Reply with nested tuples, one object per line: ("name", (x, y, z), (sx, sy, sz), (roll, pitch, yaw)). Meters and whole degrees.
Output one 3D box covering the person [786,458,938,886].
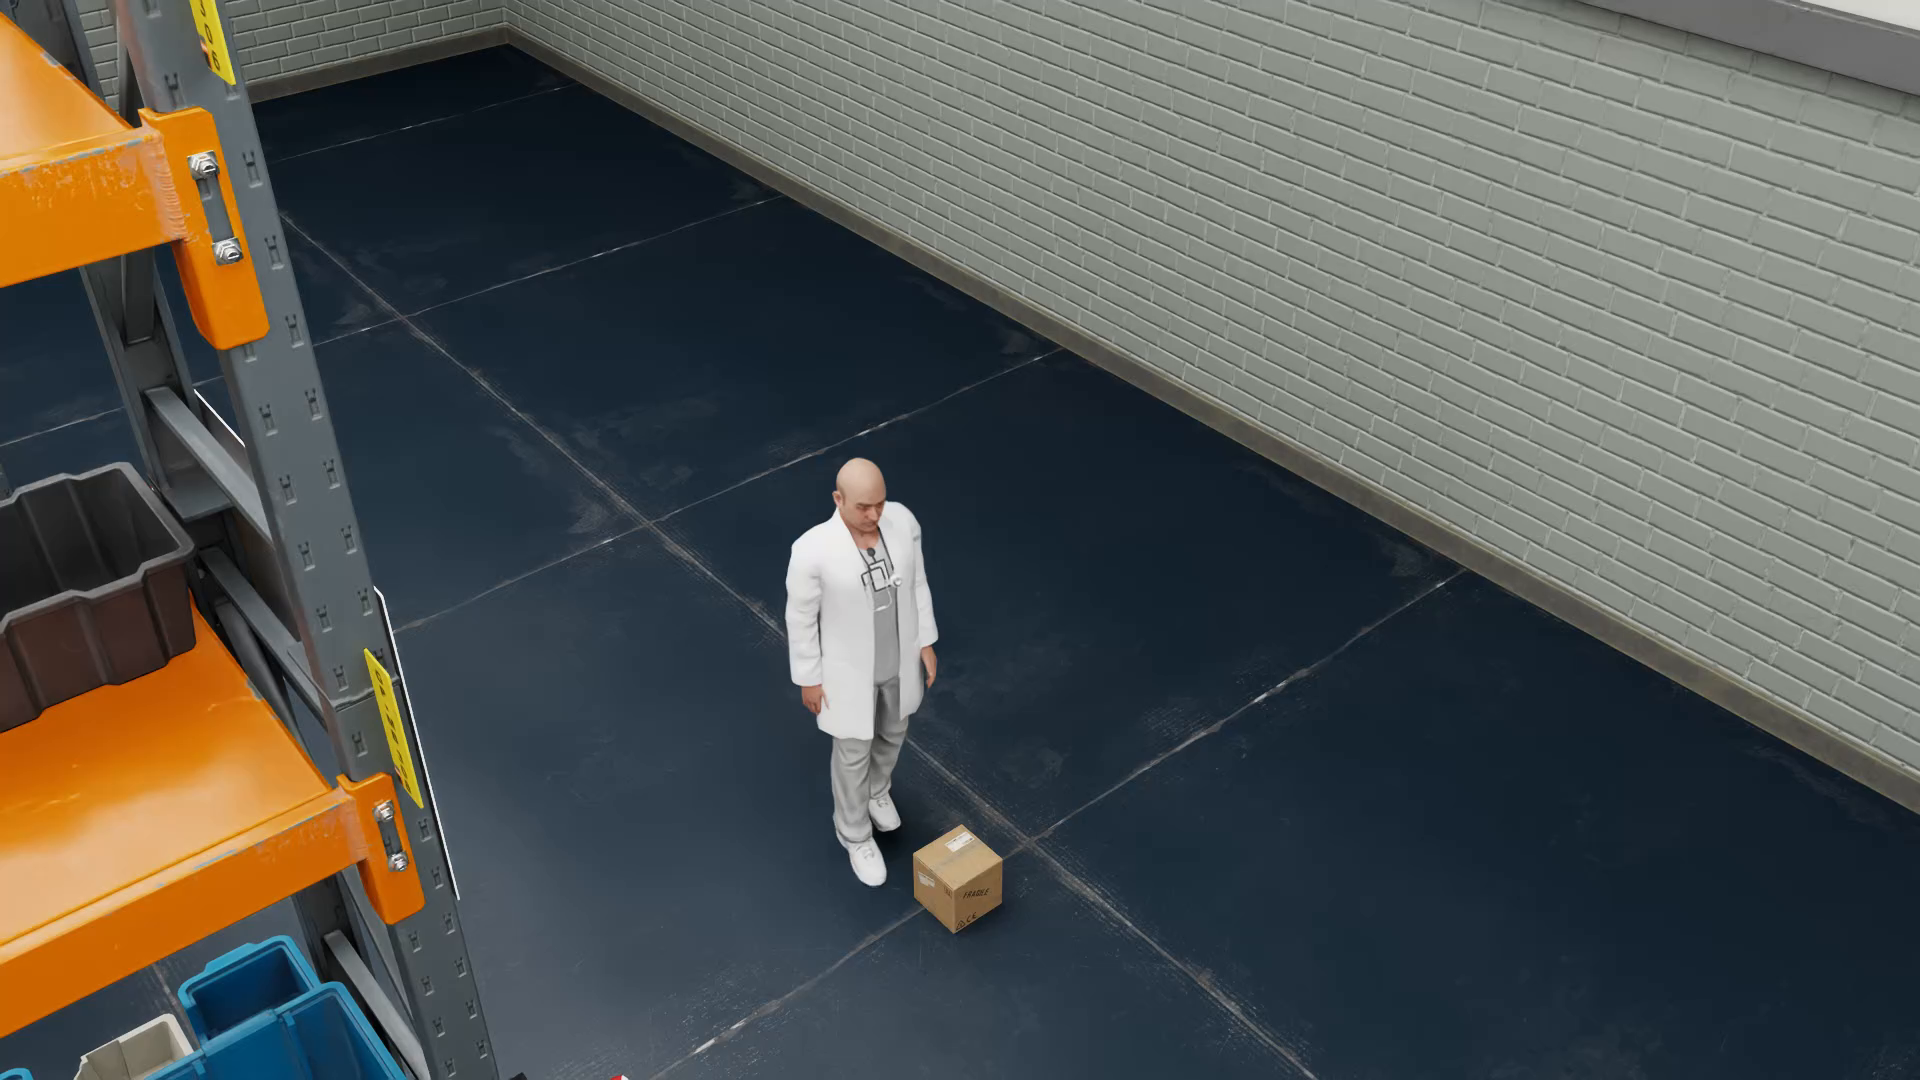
("person", (-0.358, 0.484, 6.409), (0.599, 1.797, 0.585), (-20, 40, -26))
